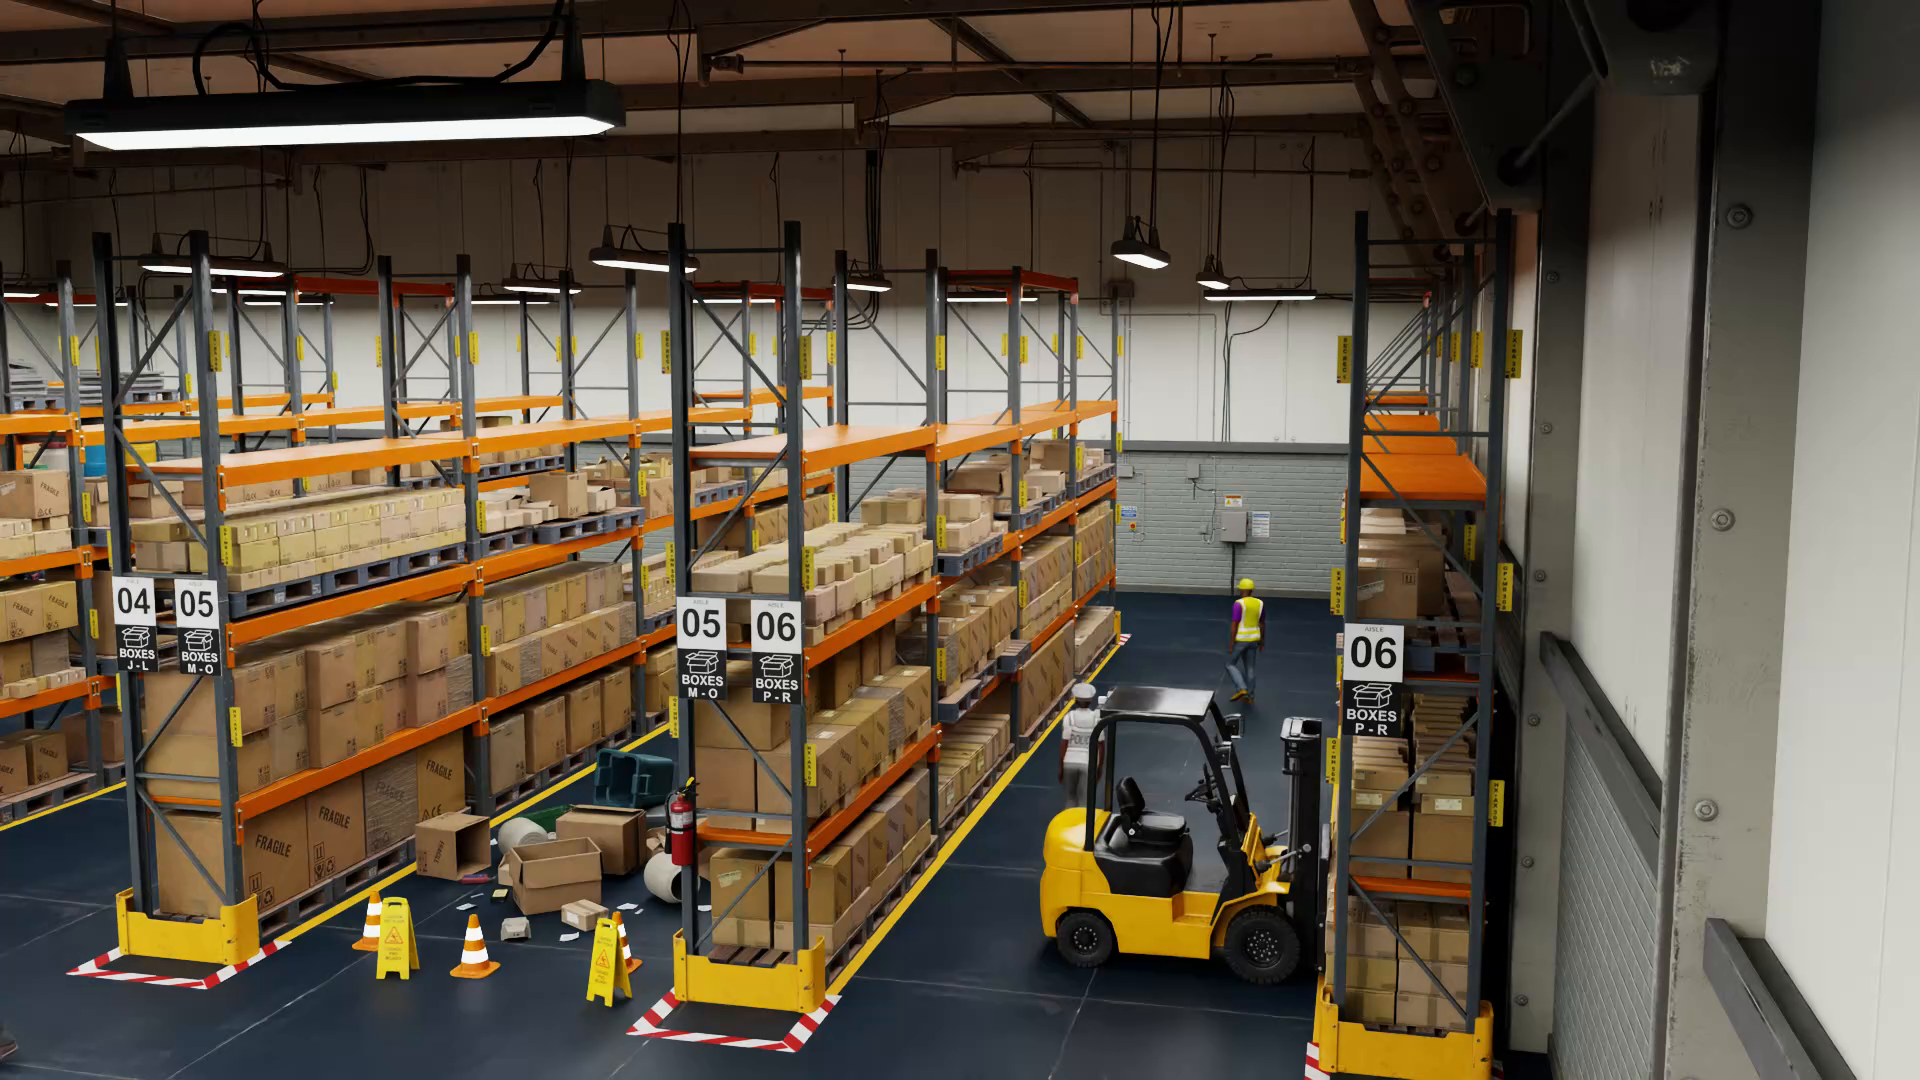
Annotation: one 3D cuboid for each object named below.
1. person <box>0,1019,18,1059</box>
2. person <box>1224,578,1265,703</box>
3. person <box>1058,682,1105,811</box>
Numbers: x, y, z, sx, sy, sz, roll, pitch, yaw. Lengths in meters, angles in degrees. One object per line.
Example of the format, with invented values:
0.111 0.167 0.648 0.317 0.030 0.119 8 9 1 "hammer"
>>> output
-7.033 2.960 11.498 0.465 1.621 0.923 6 9 41 "person"
4.056 1.428 23.517 0.616 1.766 0.467 -3 8 -26 "person"
1.224 2.320 16.790 0.461 1.741 0.595 1 7 9 "person"
